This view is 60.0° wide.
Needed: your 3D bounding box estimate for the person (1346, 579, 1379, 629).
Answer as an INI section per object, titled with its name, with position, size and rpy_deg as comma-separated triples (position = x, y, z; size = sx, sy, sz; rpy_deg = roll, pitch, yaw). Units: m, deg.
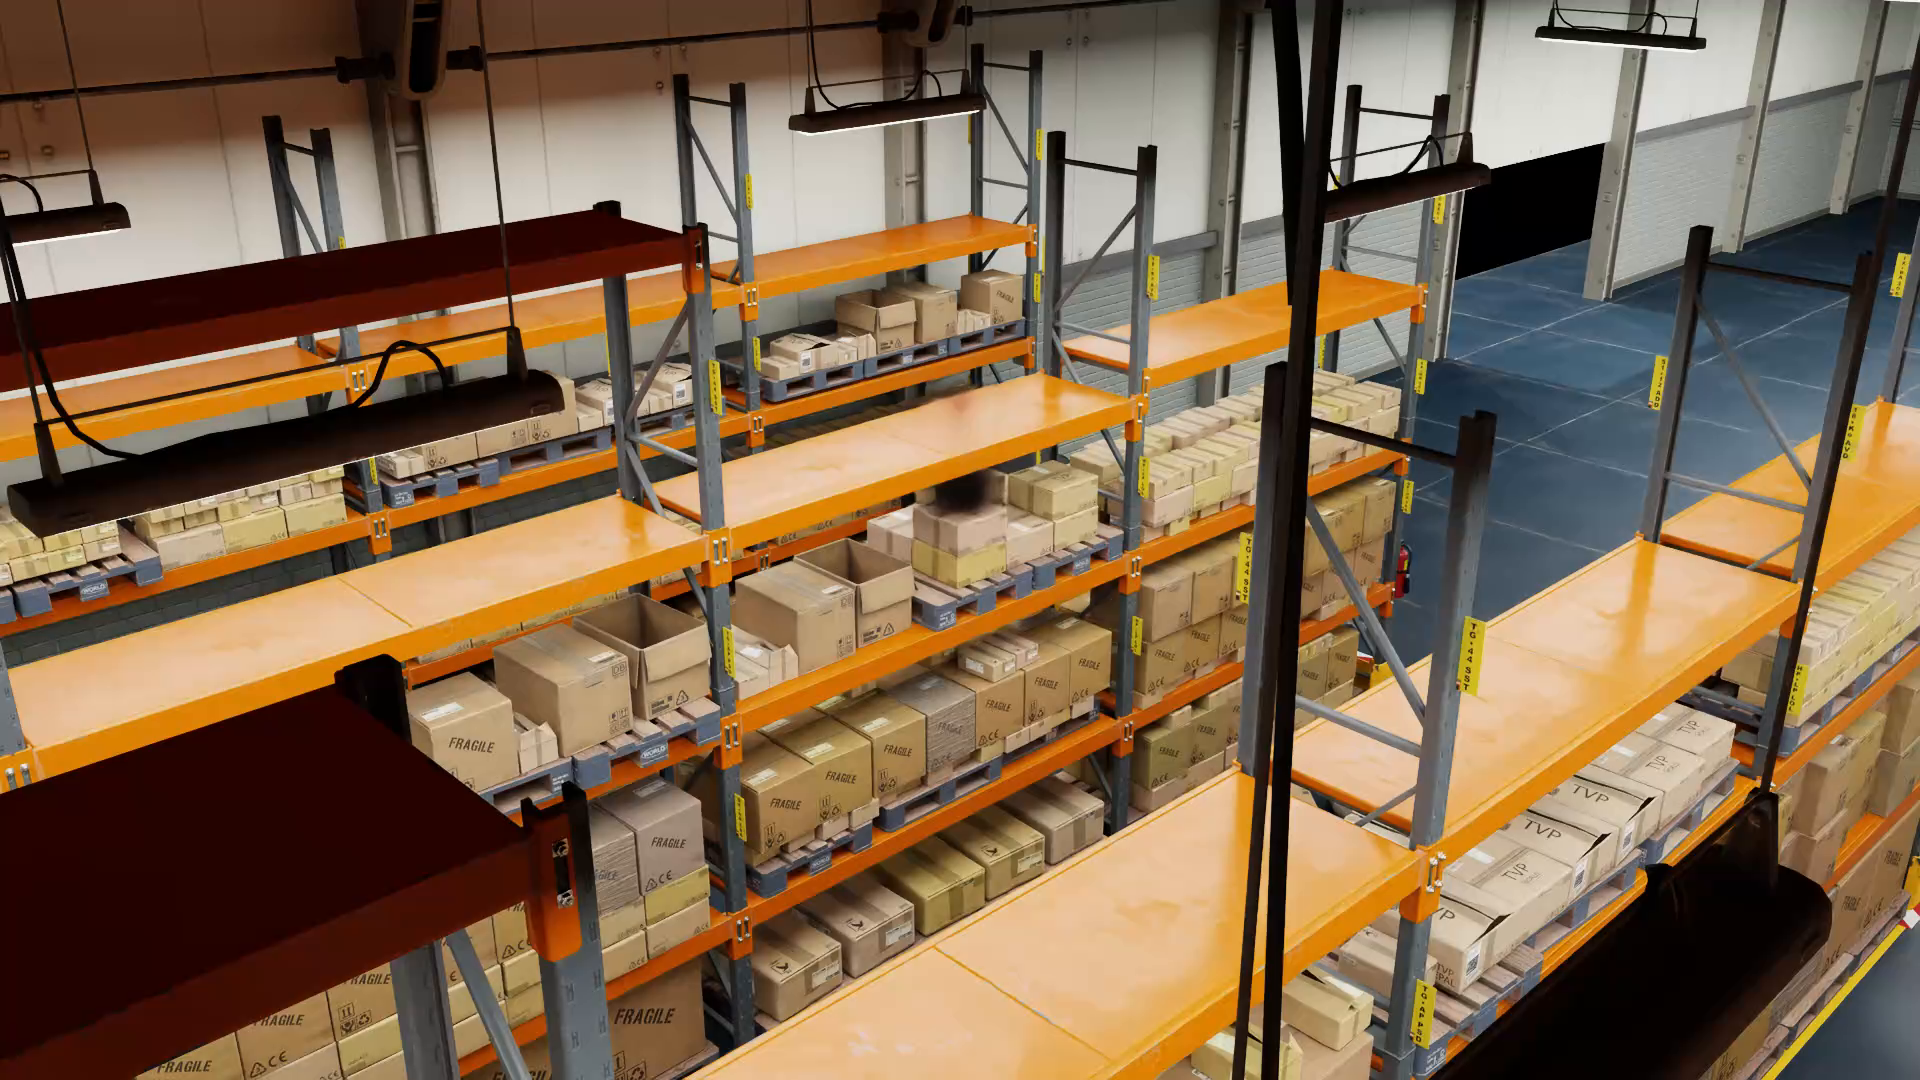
[person]
position = 4.406, 0.152, 18.347
size = 0.512, 1.645, 0.614
rpy_deg = -15, 27, -32
